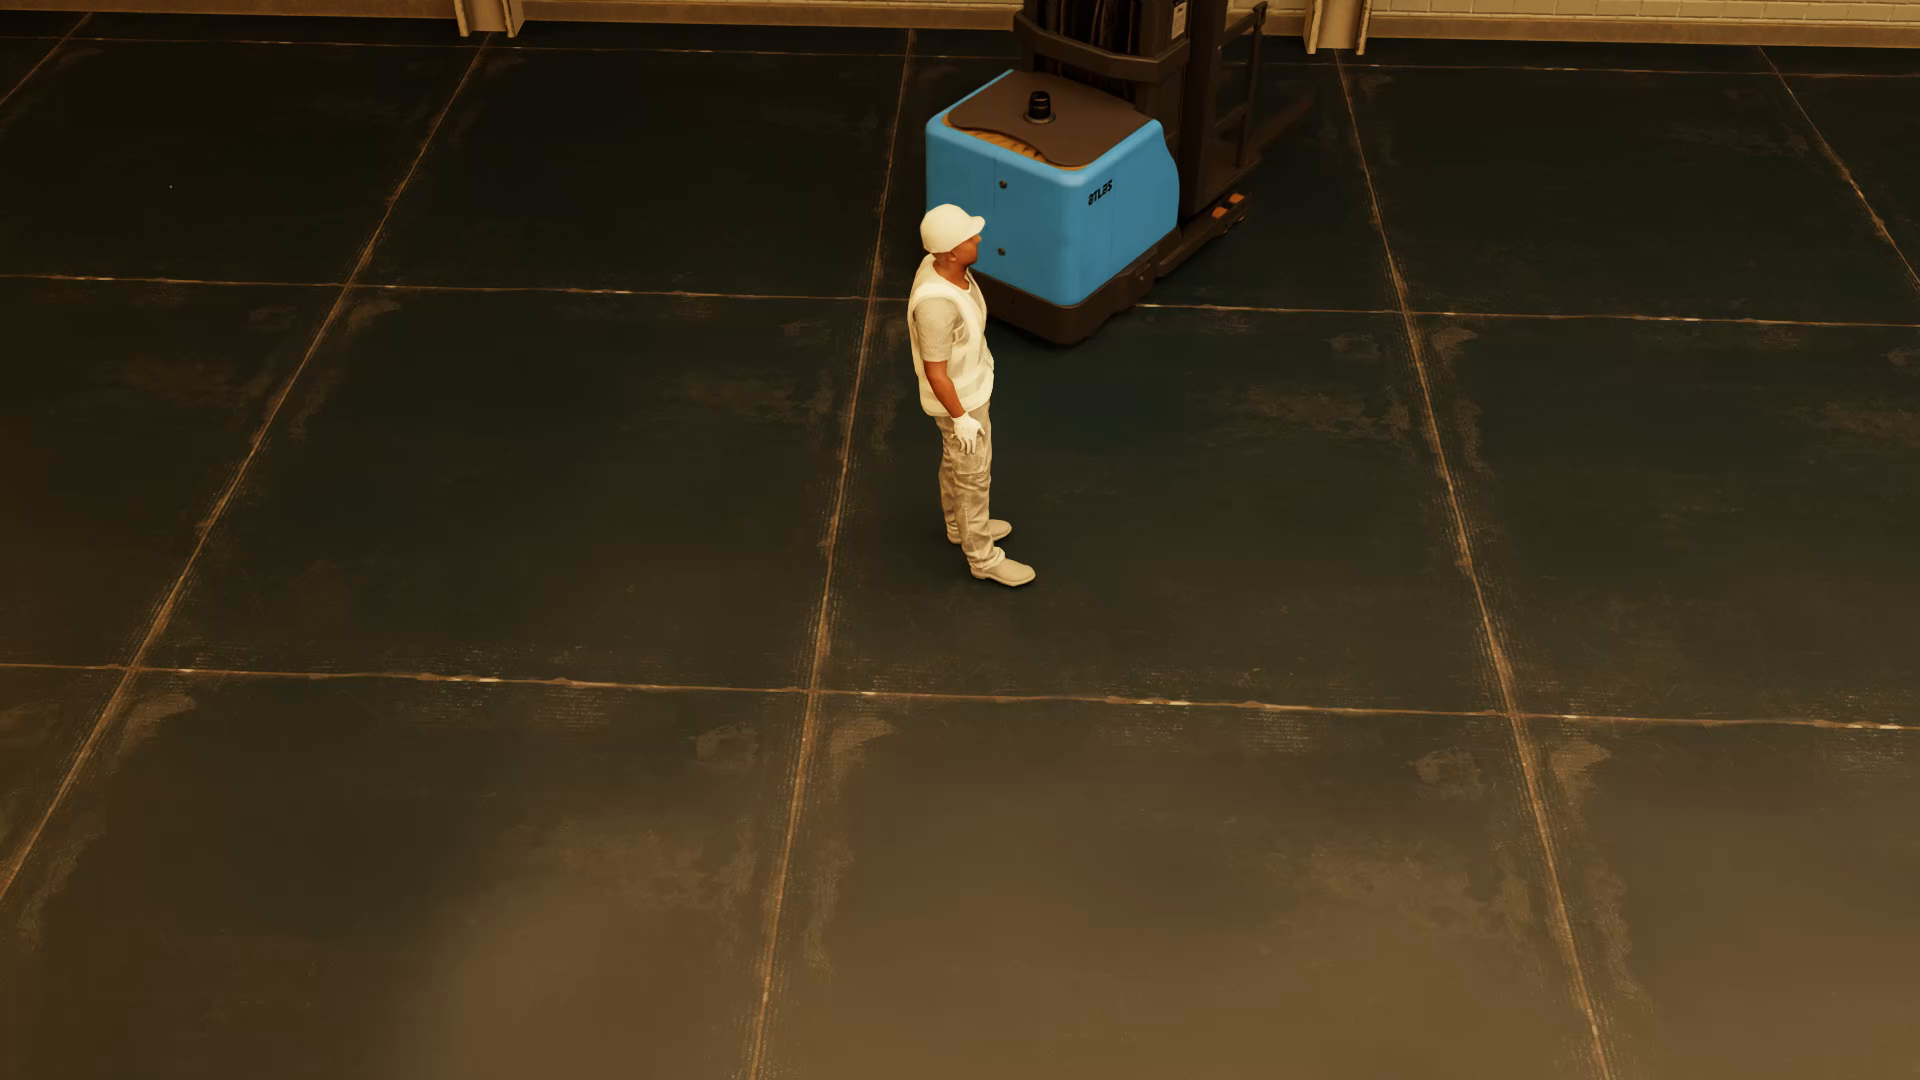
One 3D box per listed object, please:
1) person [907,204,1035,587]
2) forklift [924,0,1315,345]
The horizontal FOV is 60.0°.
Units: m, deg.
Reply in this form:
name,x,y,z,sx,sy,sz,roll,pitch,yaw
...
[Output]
name,x,y,z,sx,sy,sz,roll,pitch,yaw
person,0.071,-0.656,7.301,0.577,1.782,0.656,2,42,2
forklift,1.094,-3.077,9.113,1.130,2.935,3.031,27,49,27
